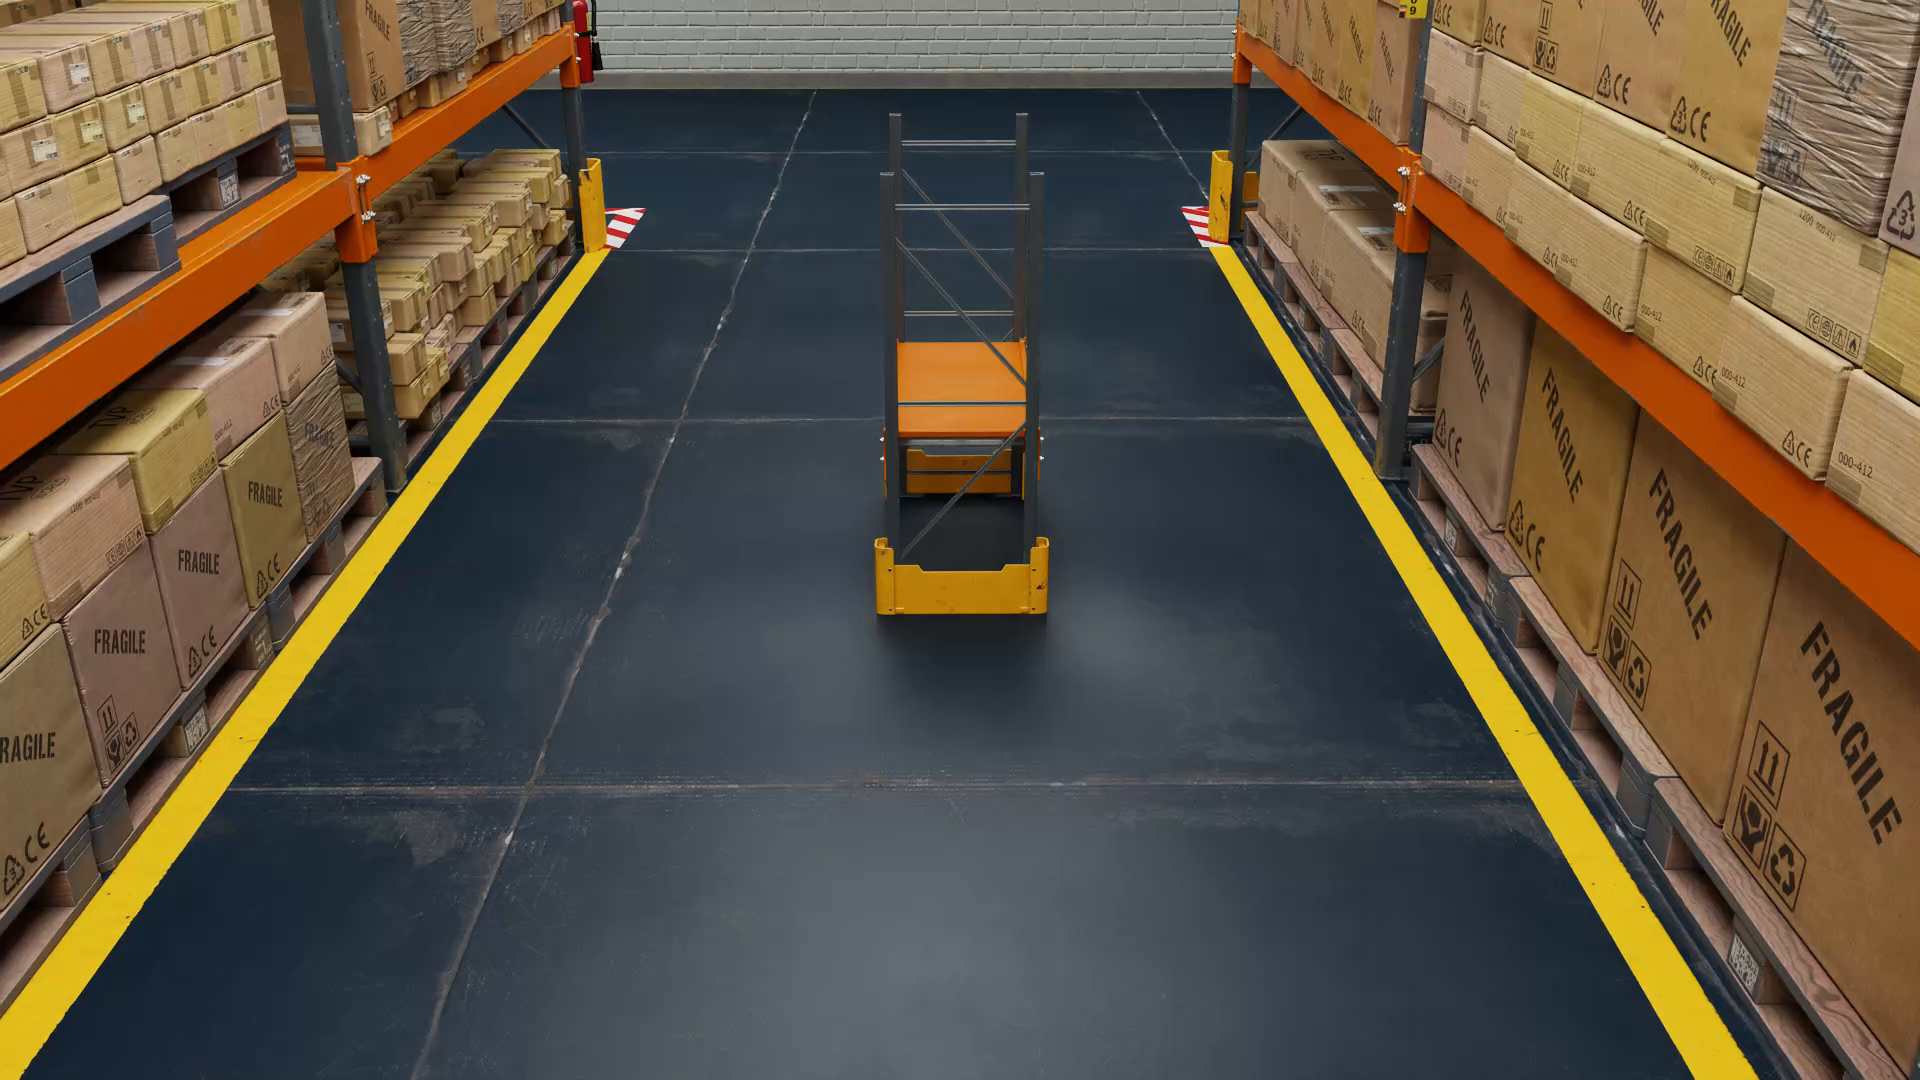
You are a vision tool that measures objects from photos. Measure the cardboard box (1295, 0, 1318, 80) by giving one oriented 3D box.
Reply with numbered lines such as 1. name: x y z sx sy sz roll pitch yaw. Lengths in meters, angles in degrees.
1. cardboard box: 1.925 -2.501 8.018 0.500 0.500 0.500 1 24 1

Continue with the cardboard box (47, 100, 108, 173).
1. cardboard box: -2.521 -1.073 4.416 0.380 0.149 0.250 0 24 0

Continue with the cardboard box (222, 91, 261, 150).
1. cardboard box: -2.535 -1.374 5.442 0.380 0.149 0.250 0 24 0

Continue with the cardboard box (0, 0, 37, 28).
1. cardboard box: -3.187 -1.635 5.299 0.380 0.149 0.250 0 24 1

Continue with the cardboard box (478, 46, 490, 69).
1. cardboard box: -2.572 -2.436 8.301 0.380 0.149 0.250 -1 24 -3

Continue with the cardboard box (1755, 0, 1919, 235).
1. cardboard box: 1.970 -0.907 3.280 0.500 0.500 0.500 0 24 0

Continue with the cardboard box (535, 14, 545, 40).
1. cardboard box: -2.533 -2.865 9.248 0.380 0.149 0.250 0 24 -1

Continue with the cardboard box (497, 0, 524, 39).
1. cardboard box: -2.507 -2.791 8.298 0.500 0.500 0.500 0 24 0

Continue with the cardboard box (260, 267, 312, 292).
1. cardboard box: -3.057 -1.083 7.233 0.380 0.149 0.250 0 24 -1

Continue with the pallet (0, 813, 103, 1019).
1. pallet: -2.704 1.030 3.716 1.003 0.211 1.213 0 24 -1

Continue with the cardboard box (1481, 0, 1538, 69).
1. cardboard box: 1.958 -1.739 5.121 0.500 0.500 0.500 0 24 -1

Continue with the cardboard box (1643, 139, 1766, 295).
1. cardboard box: 1.957 -0.762 3.870 0.500 0.250 0.500 -1 24 -2

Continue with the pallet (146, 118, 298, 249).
1. pallet: -2.878 -1.163 5.415 1.003 0.211 1.213 0 24 -1

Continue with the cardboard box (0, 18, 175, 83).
1. cardboard box: -2.534 -1.425 4.833 0.380 0.149 0.250 0 24 -1

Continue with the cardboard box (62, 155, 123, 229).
1. cardboard box: -2.521 -0.944 4.492 0.380 0.149 0.250 1 24 2

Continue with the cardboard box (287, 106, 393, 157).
1. cardboard box: -2.417 -1.570 6.387 0.380 0.149 0.250 1 24 1

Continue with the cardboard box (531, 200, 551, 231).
1. cardboard box: -2.486 -1.812 9.206 0.380 0.149 0.250 -1 24 -3

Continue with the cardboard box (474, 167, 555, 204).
1. cardboard box: -2.450 -1.951 9.152 0.380 0.149 0.250 -1 24 -2

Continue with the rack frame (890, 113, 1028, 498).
1. rack frame: -0.005 -0.858 6.326 0.500 1.500 0.032 0 24 -1

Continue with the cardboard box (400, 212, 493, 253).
1. cardboard box: -2.529 -1.517 8.192 0.380 0.149 0.250 0 24 0

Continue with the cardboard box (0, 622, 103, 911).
1. cardboard box: -2.459 0.530 3.963 0.500 0.500 0.500 0 24 0

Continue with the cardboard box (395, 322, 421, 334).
1. cardboard box: -2.517 -0.849 7.076 0.380 0.149 0.250 0 24 0

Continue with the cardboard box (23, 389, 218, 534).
1. cardboard box: -2.468 -0.225 4.722 0.500 0.250 0.500 -1 24 -3

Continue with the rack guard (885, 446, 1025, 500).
1. rack guard: -0.005 -0.288 6.583 0.587 0.250 0.087 0 24 -1

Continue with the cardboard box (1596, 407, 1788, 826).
1. cardboard box: 2.321 0.142 4.365 0.875 0.875 0.875 0 24 0

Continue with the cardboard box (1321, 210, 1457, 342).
1. cardboard box: 2.298 -1.282 8.045 0.875 0.438 0.875 -1 24 -2

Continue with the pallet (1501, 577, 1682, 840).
1. pallet: 2.308 0.462 4.973 1.003 0.211 1.213 0 24 -1

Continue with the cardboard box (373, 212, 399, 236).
1. cardboard box: -2.986 -1.515 8.189 0.380 0.149 0.250 0 24 0

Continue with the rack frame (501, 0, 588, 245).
1. rack frame: -2.784 -3.215 9.718 1.000 3.000 0.127 0 24 -1

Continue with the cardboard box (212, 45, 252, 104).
1. cardboard box: -2.535 -1.507 5.377 0.380 0.149 0.250 0 24 0

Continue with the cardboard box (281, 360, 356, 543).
1. cardboard box: -2.481 -0.315 5.830 0.500 0.500 0.500 -1 24 -2

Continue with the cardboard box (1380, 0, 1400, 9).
1. cardboard box: 1.927 -2.325 6.415 0.500 0.500 0.500 0 24 -1

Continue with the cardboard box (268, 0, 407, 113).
1. cardboard box: -2.494 -1.953 6.445 0.500 0.500 0.500 -1 24 -2

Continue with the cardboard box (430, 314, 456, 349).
1. cardboard box: -2.534 -0.927 7.609 0.380 0.149 0.250 -1 24 -2

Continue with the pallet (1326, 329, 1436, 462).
1. pallet: 2.278 -0.674 7.483 1.003 0.211 1.213 0 24 -1

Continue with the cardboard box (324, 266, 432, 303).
1. cardboard box: -2.533 -1.091 7.249 0.380 0.149 0.250 -1 24 -1

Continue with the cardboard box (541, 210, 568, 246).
1. cardboard box: -2.466 -1.786 9.508 0.380 0.149 0.250 0 24 1

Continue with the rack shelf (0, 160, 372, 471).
1. rack shelf: -2.719 -0.415 4.400 1.077 0.370 4.000 0 24 -1

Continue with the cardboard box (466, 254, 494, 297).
1. cardboard box: -2.475 -1.278 8.025 0.380 0.149 0.250 0 24 -1

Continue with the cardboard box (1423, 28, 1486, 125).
1. cardboard box: 1.931 -1.607 5.739 0.500 0.250 0.500 -1 24 -2

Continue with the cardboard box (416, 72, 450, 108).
1. cardboard box: -2.484 -2.002 7.342 0.380 0.149 0.250 0 24 0

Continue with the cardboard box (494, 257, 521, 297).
1. cardboard box: -2.485 -1.357 8.561 0.380 0.149 0.250 0 24 0

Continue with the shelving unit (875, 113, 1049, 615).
1. shelving unit: 0.001 -0.652 5.871 0.587 1.500 1.083 0 24 -1

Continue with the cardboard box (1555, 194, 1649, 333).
1. cardboard box: 1.942 -0.749 4.448 0.500 0.250 0.500 -1 24 -1

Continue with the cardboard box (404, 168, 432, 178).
1. cardboard box: -3.121 -1.943 9.135 0.380 0.149 0.250 0 24 -1
